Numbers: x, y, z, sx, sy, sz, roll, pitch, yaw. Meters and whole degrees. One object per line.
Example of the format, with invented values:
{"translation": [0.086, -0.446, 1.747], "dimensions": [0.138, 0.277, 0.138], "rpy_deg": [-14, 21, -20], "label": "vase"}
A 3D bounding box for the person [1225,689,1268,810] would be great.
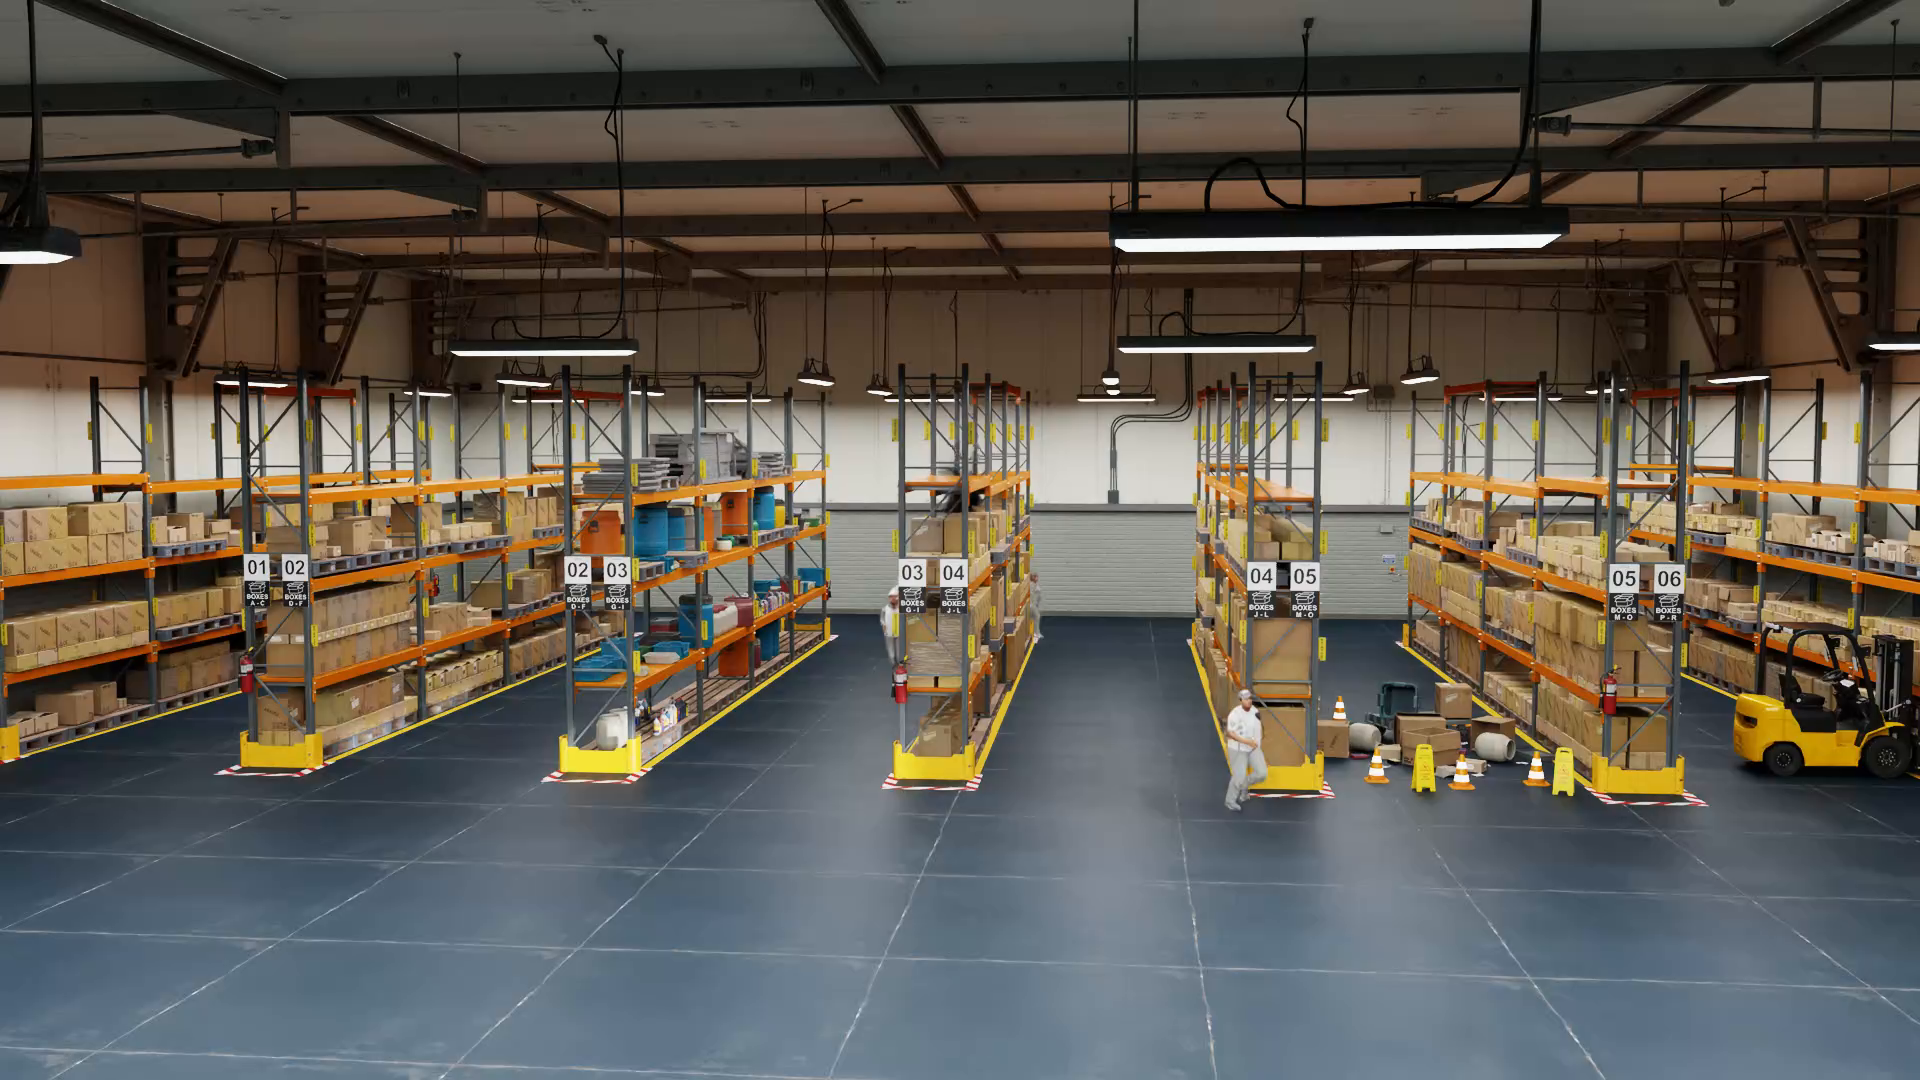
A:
{"translation": [3.808, 2.781, 22.016], "dimensions": [0.634, 1.625, 0.672], "rpy_deg": [-2, 4, -27], "label": "person"}

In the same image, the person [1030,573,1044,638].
{"translation": [1.767, 1.600, 40.907], "dimensions": [0.772, 1.603, 0.573], "rpy_deg": [2, 4, 27], "label": "person"}

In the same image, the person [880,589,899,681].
{"translation": [-1.232, 1.826, 31.580], "dimensions": [0.635, 1.773, 0.567], "rpy_deg": [1, 4, 8], "label": "person"}
